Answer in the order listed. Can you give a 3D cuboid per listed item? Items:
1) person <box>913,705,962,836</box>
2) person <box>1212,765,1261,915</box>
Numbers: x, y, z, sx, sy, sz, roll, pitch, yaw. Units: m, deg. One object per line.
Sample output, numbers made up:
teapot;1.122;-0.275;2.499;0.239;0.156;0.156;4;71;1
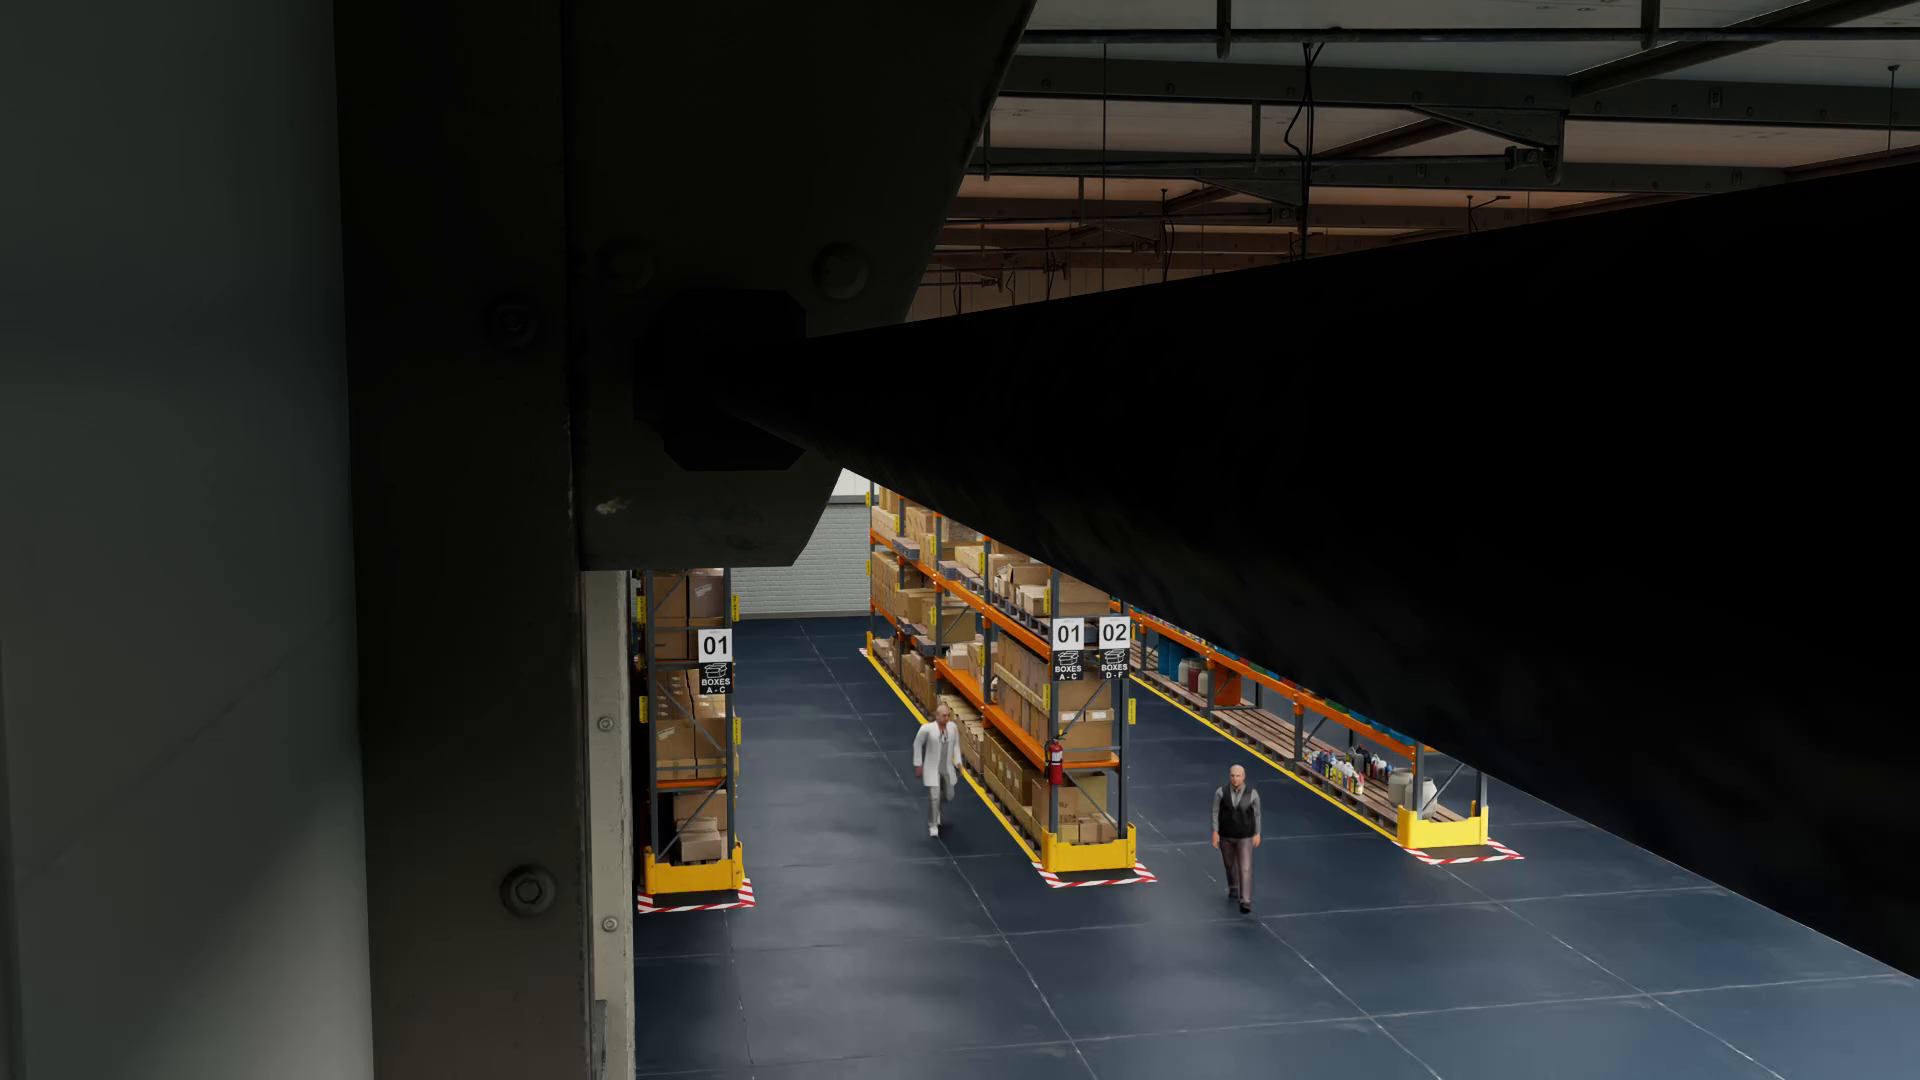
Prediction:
person;-0.345;3.100;22.696;0.638;1.763;0.715;-3;7;-29
person;3.212;3.462;19.380;0.593;1.656;1.054;2;6;22
